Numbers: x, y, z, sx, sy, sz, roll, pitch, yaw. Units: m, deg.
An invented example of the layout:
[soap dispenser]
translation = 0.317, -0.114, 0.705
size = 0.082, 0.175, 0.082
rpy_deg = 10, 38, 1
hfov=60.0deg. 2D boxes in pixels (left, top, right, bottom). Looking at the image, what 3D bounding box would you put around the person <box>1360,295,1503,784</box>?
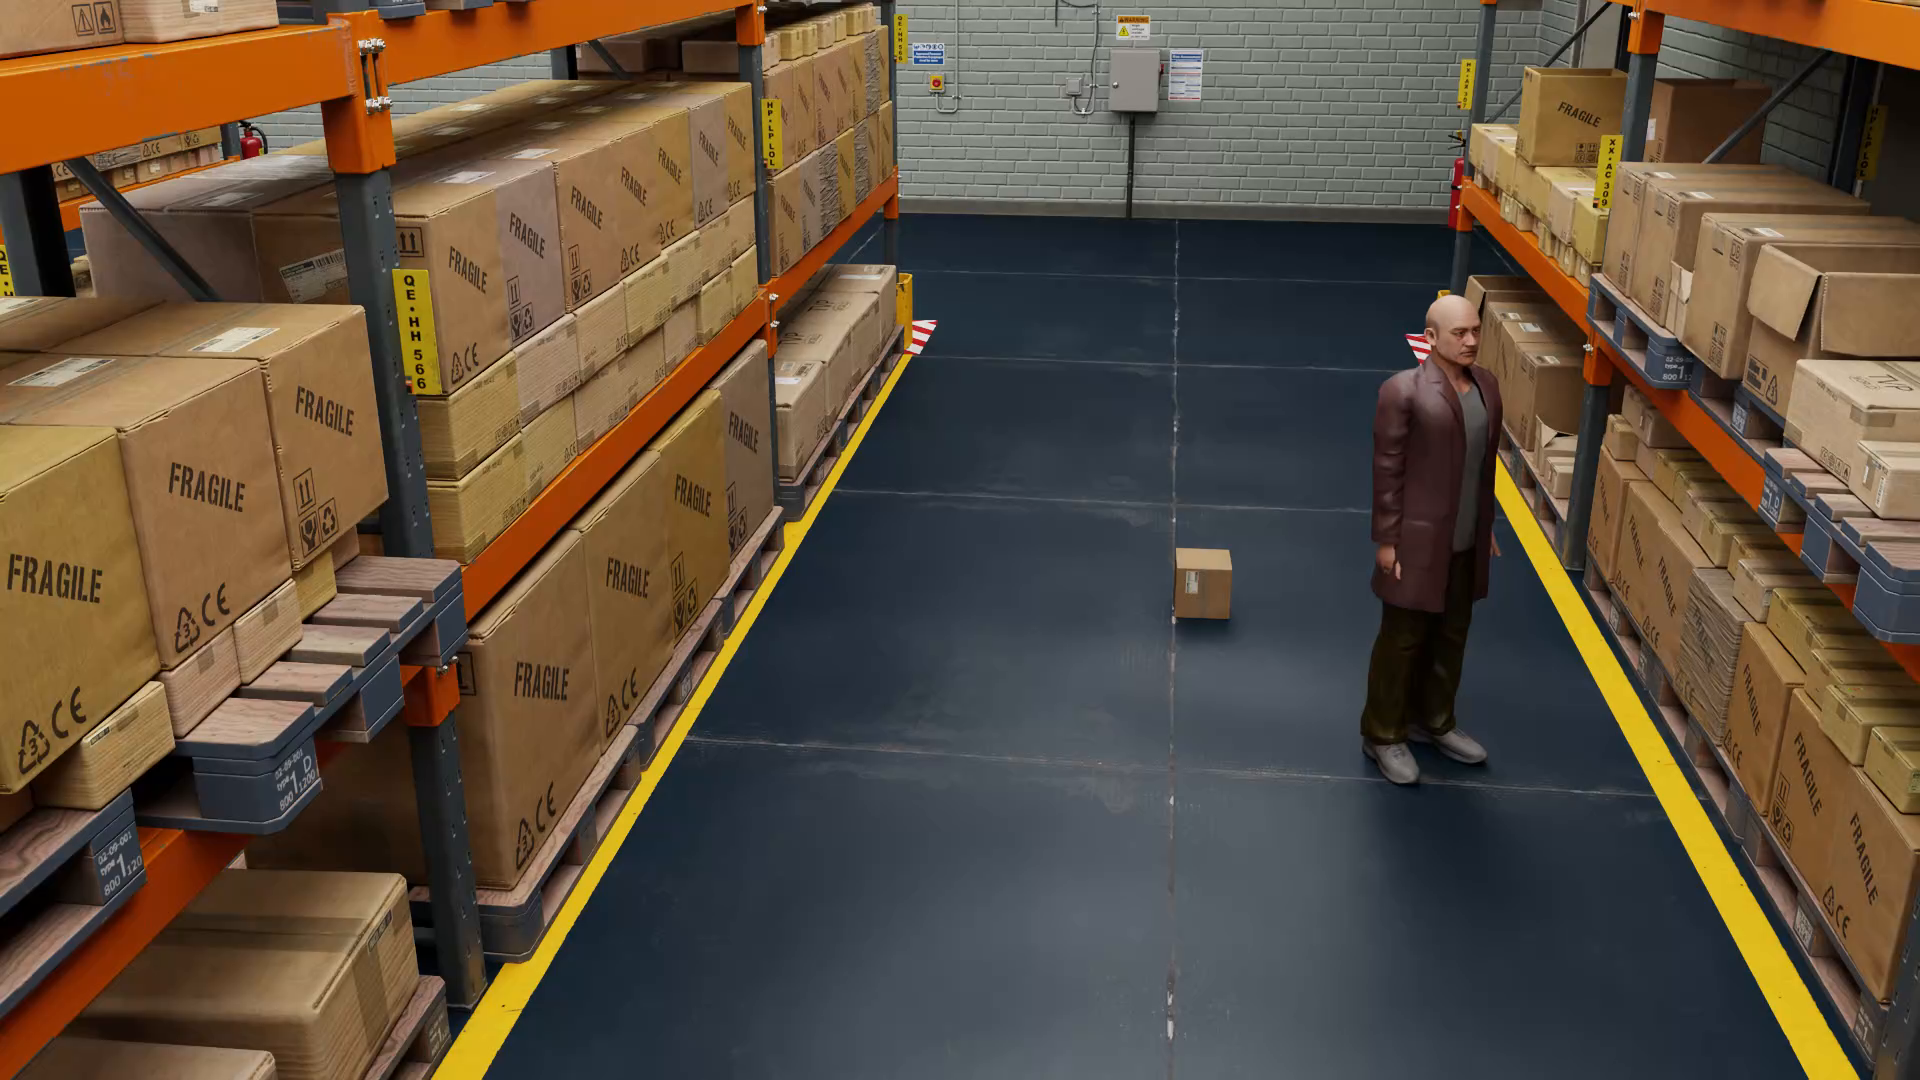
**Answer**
[person]
translation = 1.773, -0.002, 6.098
size = 0.553, 1.781, 0.396
rpy_deg = -11, 23, -26
